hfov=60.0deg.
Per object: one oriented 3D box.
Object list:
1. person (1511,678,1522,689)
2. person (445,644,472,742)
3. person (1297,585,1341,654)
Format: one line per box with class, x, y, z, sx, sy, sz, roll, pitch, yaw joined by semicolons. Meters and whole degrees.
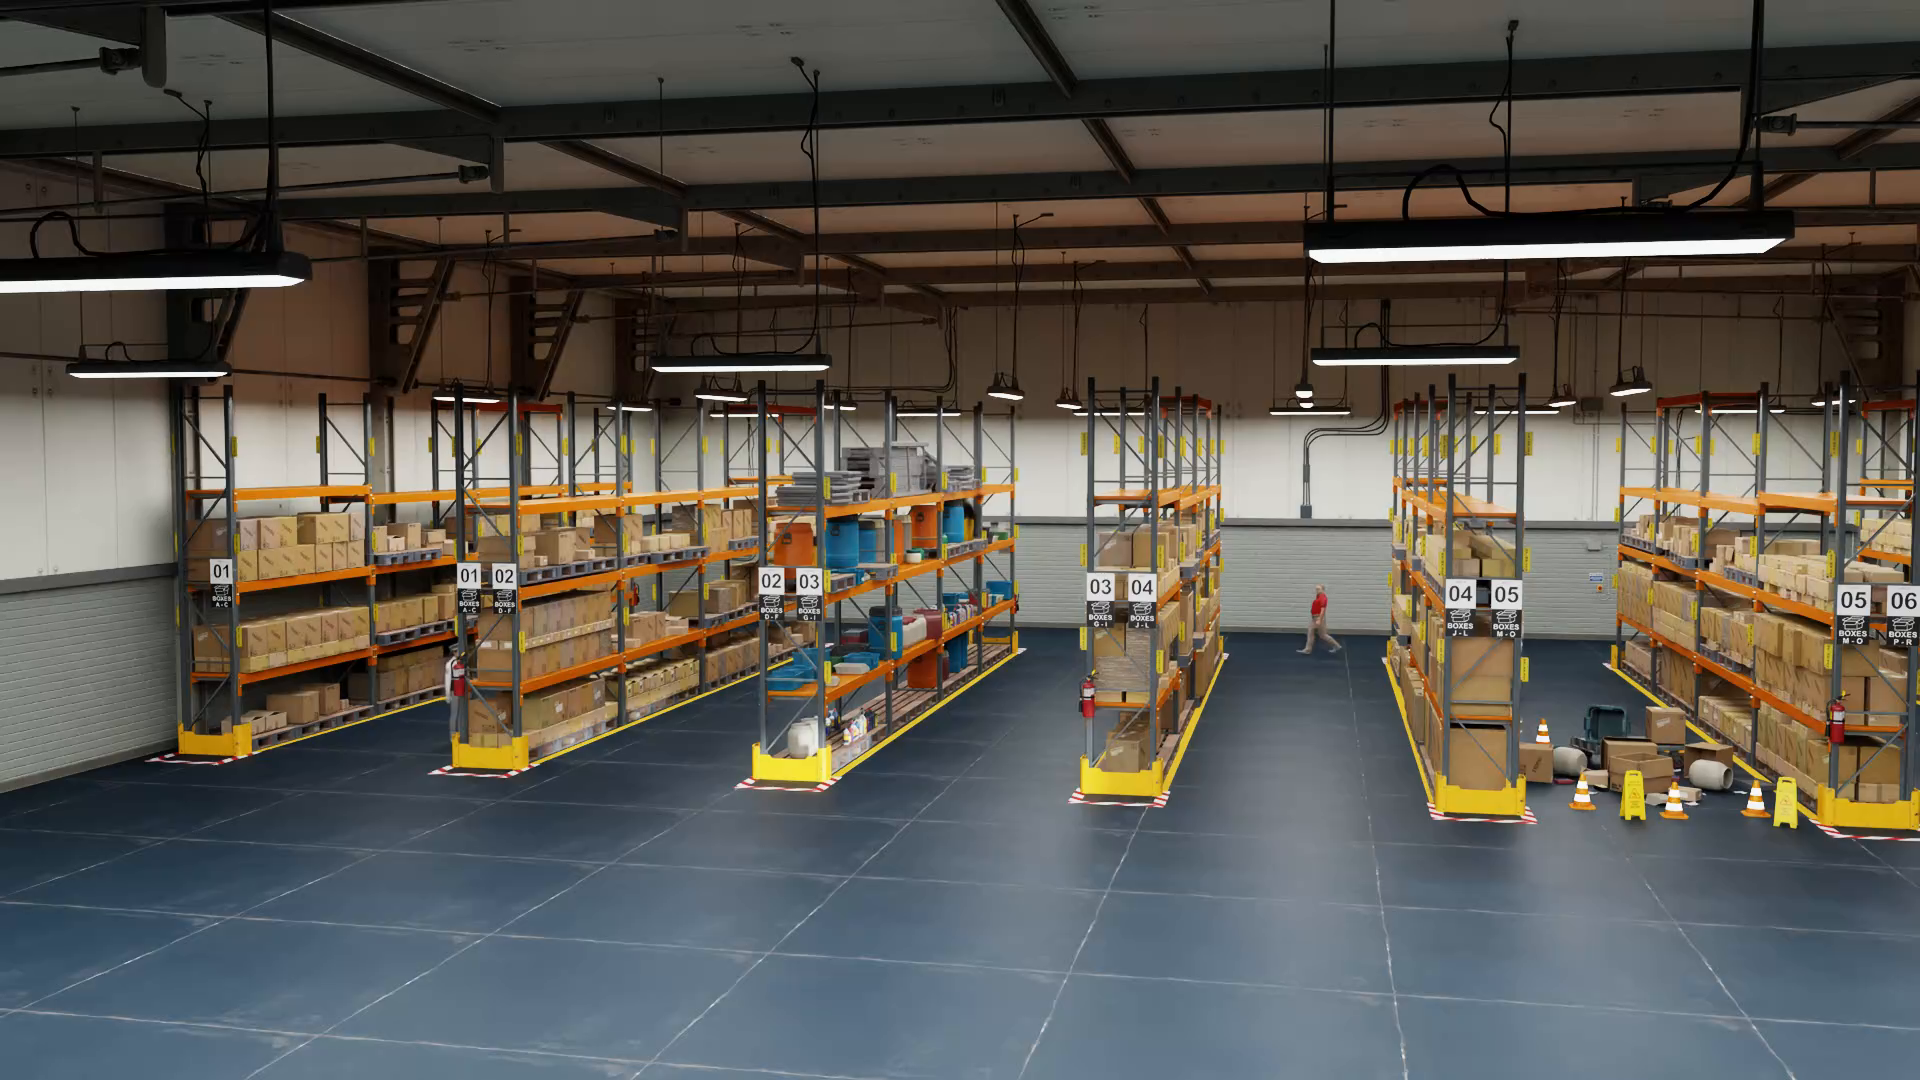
person;11.415;2.241;34.387;0.395;1.693;0.518;3;4;42
person;-8.502;2.581;28.214;0.327;1.695;0.576;1;4;24
person;8.628;1.920;39.953;0.983;1.688;0.610;0;3;1
